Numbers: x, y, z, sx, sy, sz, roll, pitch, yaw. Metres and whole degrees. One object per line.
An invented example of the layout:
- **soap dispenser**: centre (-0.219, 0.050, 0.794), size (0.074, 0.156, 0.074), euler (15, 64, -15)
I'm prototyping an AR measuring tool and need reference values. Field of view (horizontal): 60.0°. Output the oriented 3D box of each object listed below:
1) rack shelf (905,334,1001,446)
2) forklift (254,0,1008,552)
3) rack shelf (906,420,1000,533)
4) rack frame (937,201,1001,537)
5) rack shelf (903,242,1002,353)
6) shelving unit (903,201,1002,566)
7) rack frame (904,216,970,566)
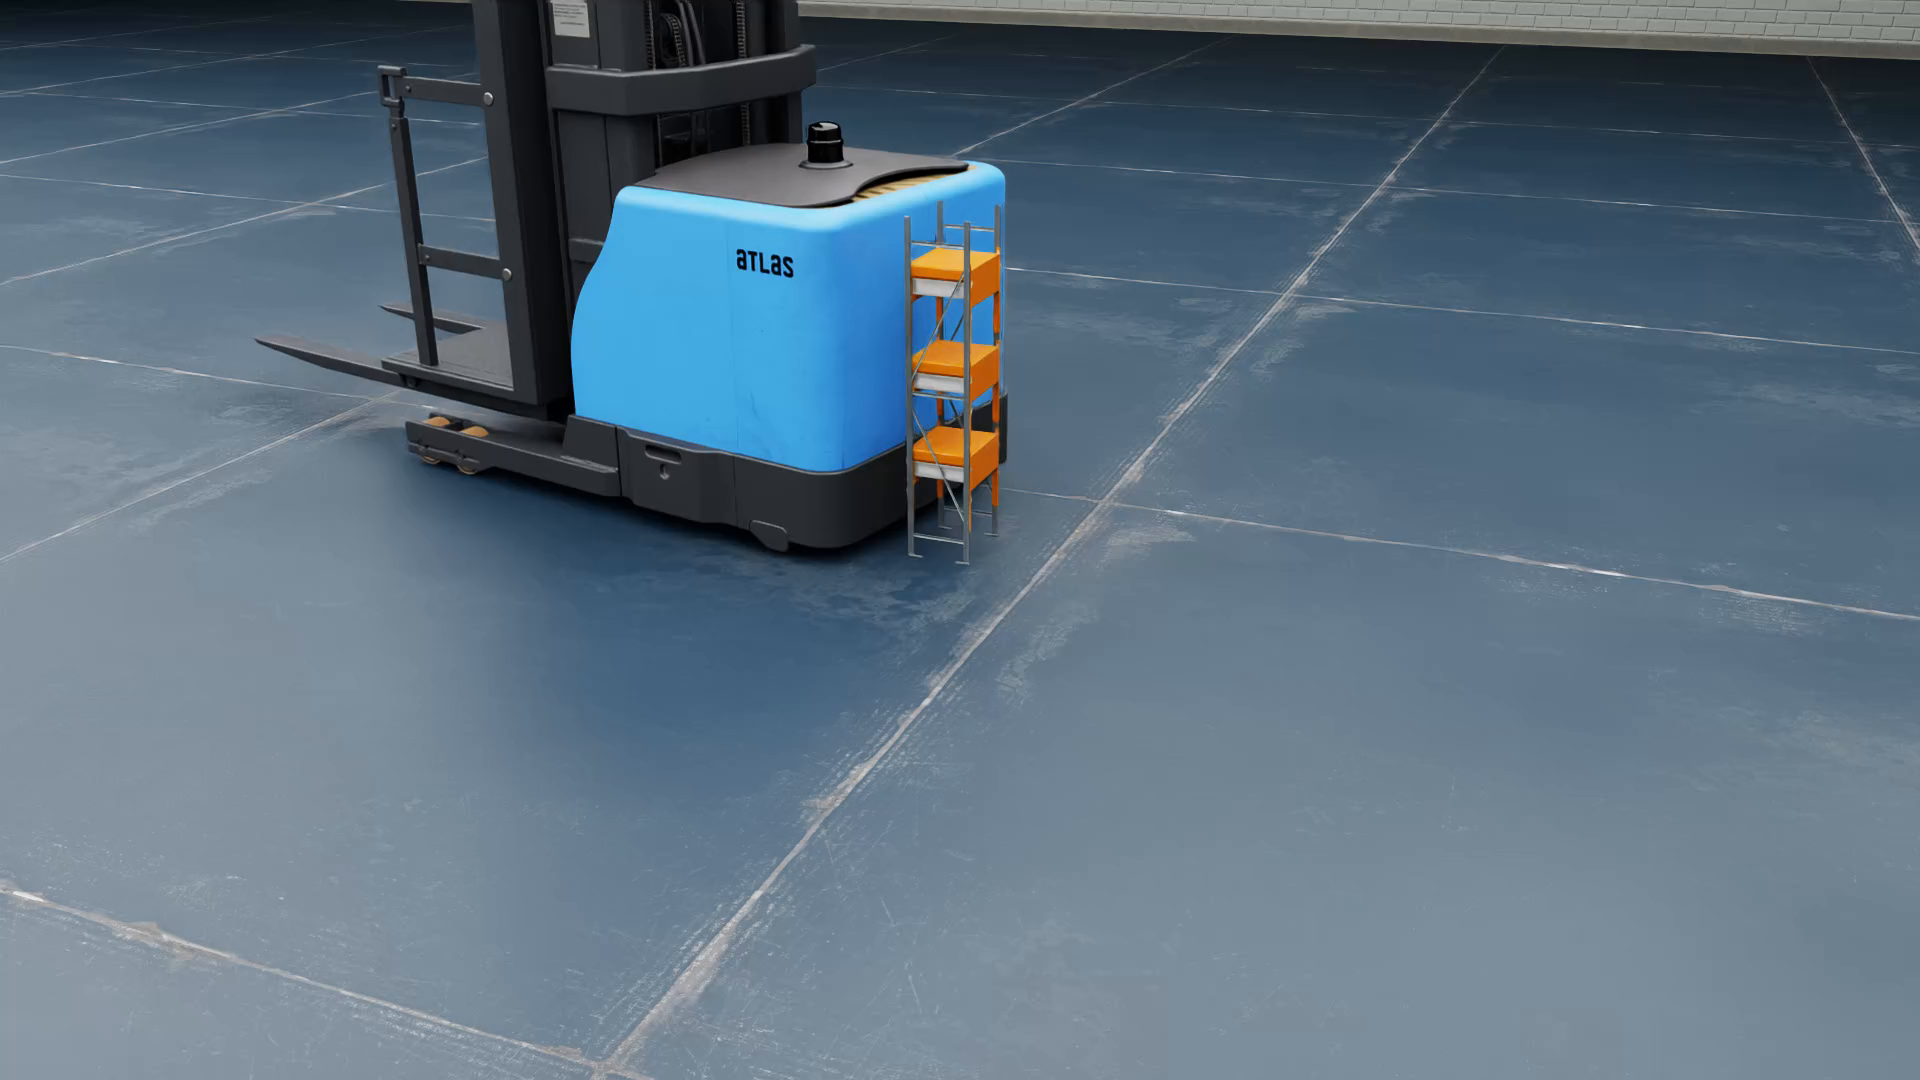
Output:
- **rack shelf**: centre (-0.020, -0.456, 5.006), size (0.215, 0.259, 0.240), euler (9, 24, 20)
- **forklift**: centre (-1.350, -1.733, 5.597), size (3.031, 2.935, 1.130), euler (14, 27, 30)
- **rack shelf**: centre (-0.020, -0.199, 5.113), size (0.215, 0.259, 0.240), euler (9, 24, 20)
- **rack frame**: centre (0.025, -0.509, 5.106), size (0.200, 1.050, 0.008), euler (9, 24, 20)
- **rack shelf**: centre (-0.020, -0.717, 4.897), size (0.215, 0.259, 0.240), euler (9, 24, 20)
- **shelving unit**: centre (-0.020, -0.465, 5.002), size (0.215, 1.050, 0.252), euler (9, 24, 20)
- **rack frame**: centre (-0.065, -0.422, 4.897), size (0.200, 1.050, 0.008), euler (9, 24, 20)
